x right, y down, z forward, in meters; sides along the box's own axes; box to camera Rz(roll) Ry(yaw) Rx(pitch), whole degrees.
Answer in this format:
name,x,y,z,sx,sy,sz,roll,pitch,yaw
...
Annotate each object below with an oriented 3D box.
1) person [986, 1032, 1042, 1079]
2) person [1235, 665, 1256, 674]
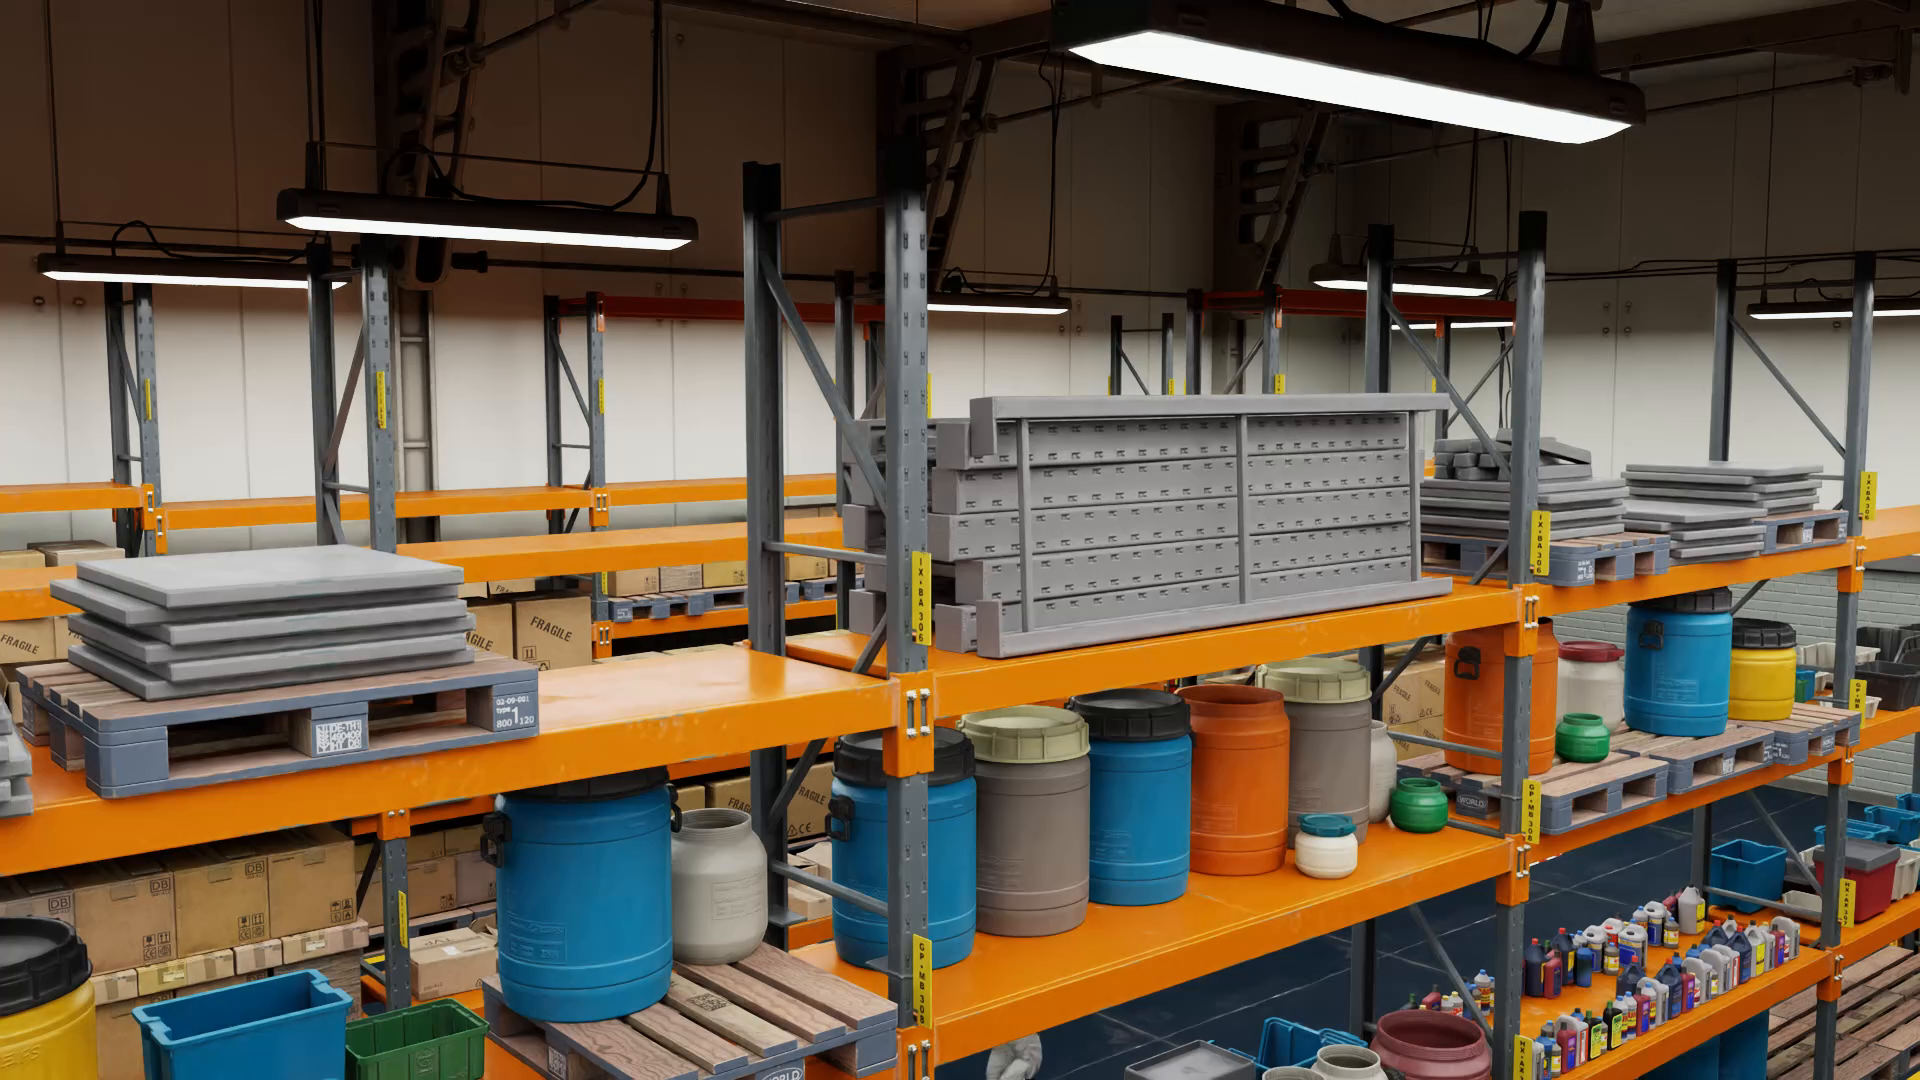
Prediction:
name,x,y,z,sx,sy,sz,roll,pitch,yaw
person,0.293,3.240,11.498,0.477,1.661,0.538,-3,6,-29
person,3.856,2.181,21.784,0.573,1.703,1.175,1,6,10
